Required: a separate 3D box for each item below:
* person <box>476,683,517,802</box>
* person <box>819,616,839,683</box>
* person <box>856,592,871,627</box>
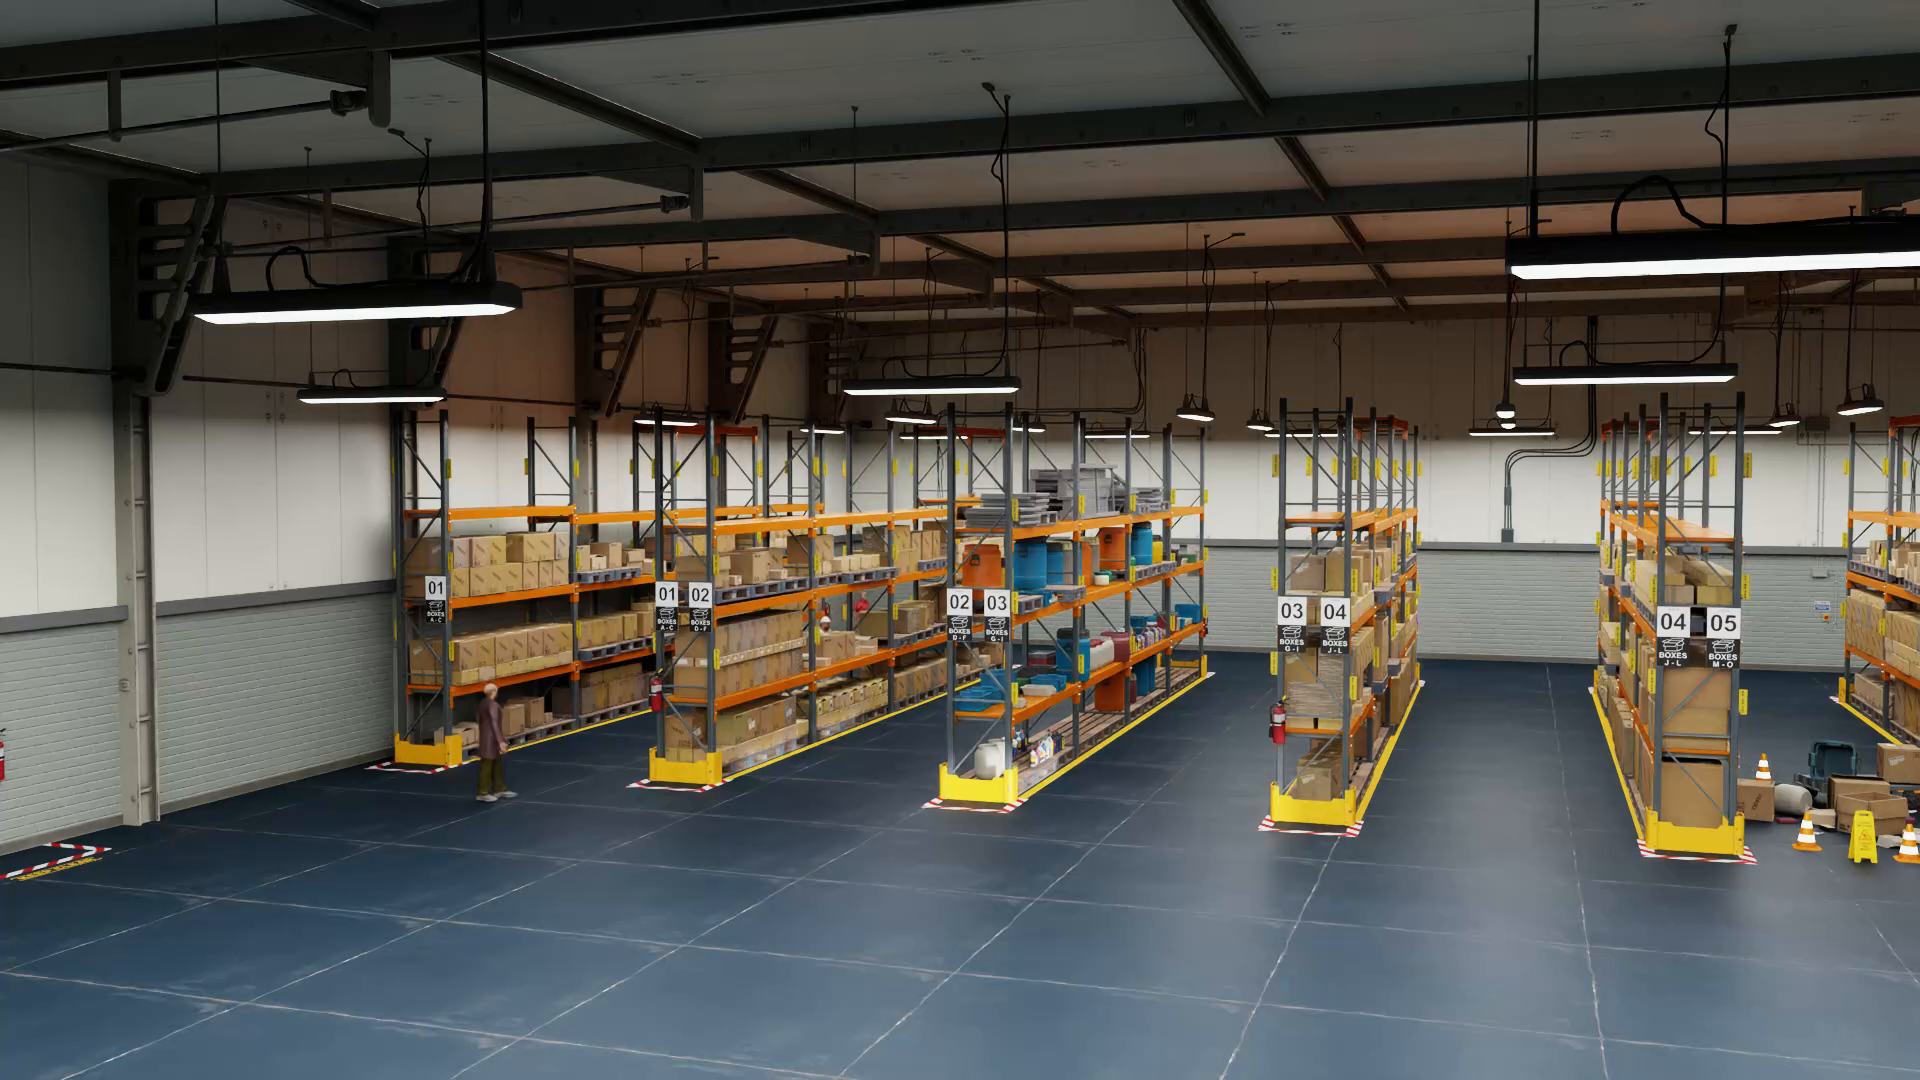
[{"bbox_3d":[-7.000,3.049,25.065,0.603,1.782,0.651,-1,3,-14],"label":"person"},{"bbox_3d":[-2.890,2.553,36.125,0.544,1.787,0.698,2,3,41],"label":"person"},{"bbox_3d":[-2.601,2.232,44.449,0.637,1.694,0.559,1,3,22],"label":"person"}]
